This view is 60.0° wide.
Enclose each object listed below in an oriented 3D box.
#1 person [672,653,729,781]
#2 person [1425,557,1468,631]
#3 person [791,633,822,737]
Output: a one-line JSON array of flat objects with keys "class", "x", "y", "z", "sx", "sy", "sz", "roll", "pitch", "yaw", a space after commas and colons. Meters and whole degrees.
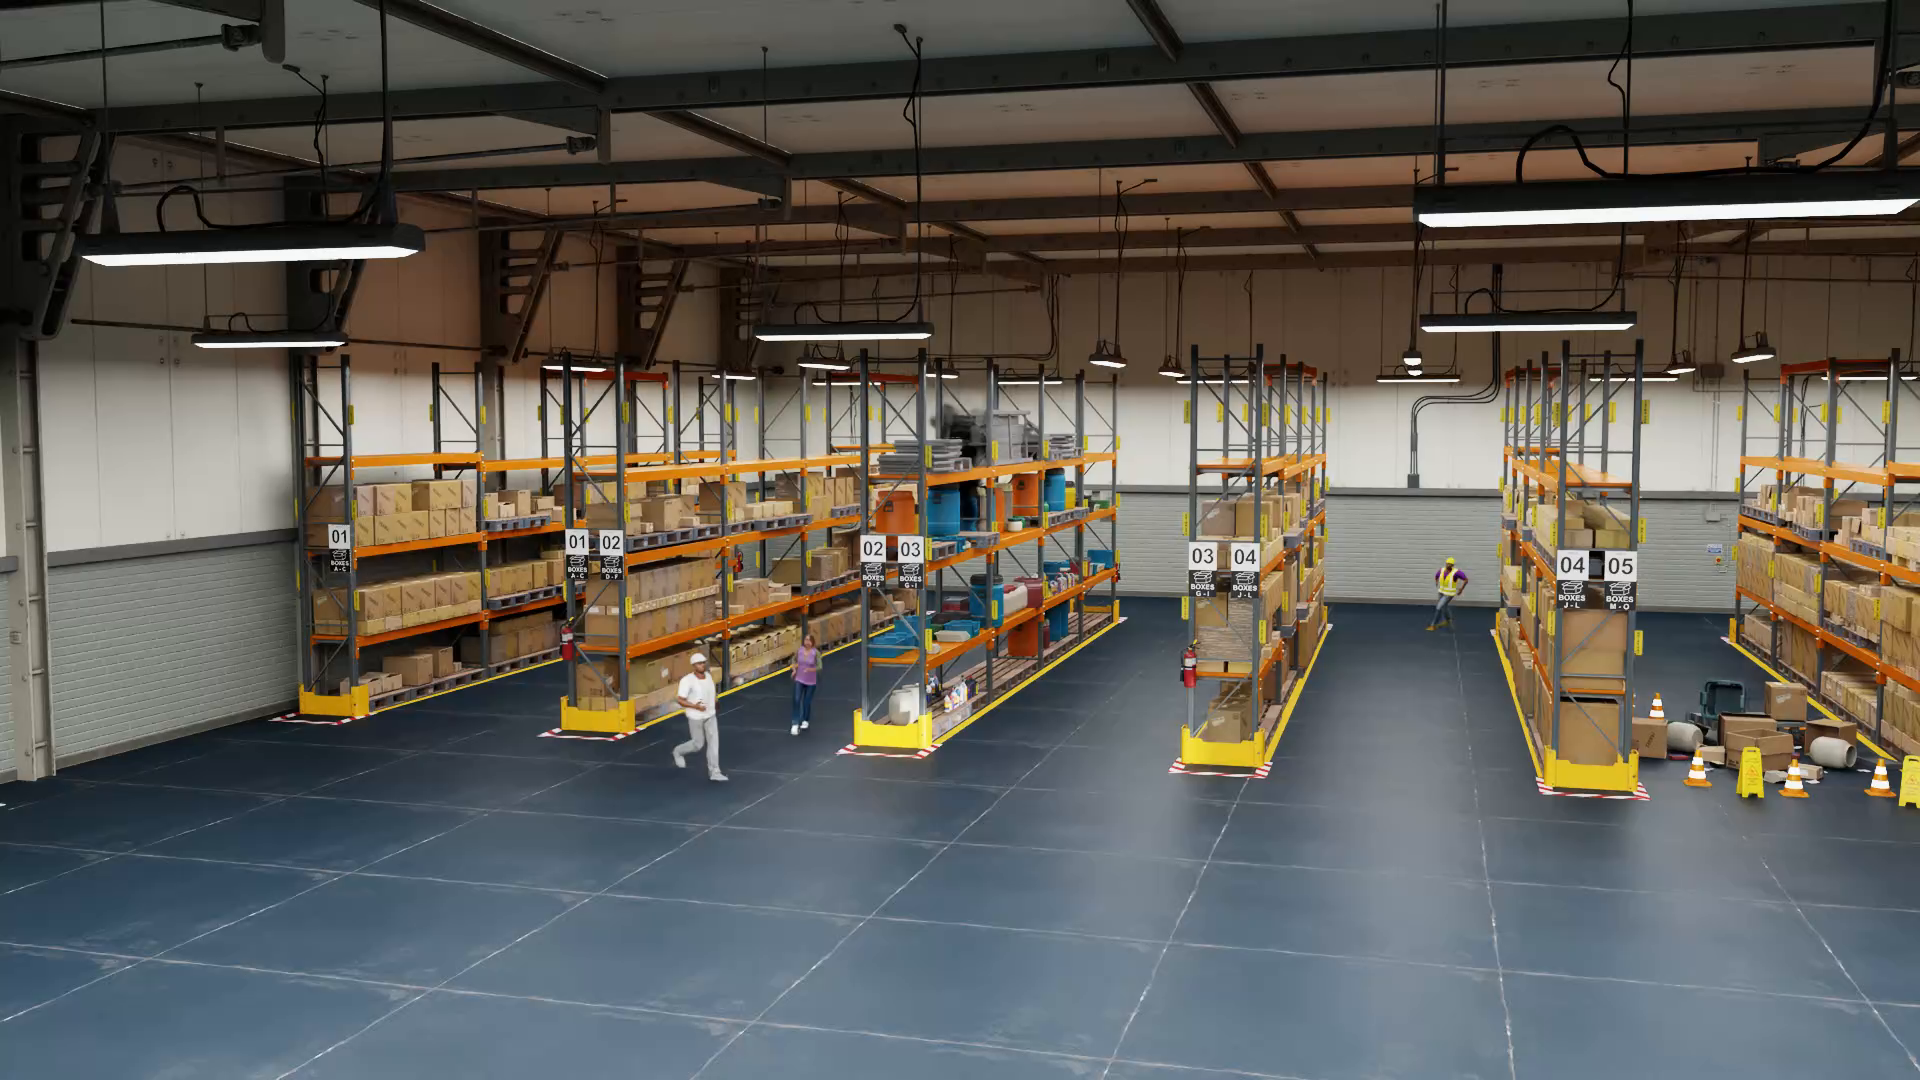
[{"class": "person", "x": -3.543, "y": 2.417, "z": 22.828, "sx": 0.993, "sy": 1.736, "sz": 0.714, "roll": 4, "pitch": 6, "yaw": 41}, {"class": "person", "x": 11.325, "y": 1.263, "z": 38.662, "sx": 0.864, "sy": 1.750, "sz": 0.803, "roll": -3, "pitch": 5, "yaw": -34}, {"class": "person", "x": -2.411, "y": 2.262, "z": 26.117, "sx": 0.521, "sy": 1.617, "sz": 0.692, "roll": 0, "pitch": 4, "yaw": 3}]
